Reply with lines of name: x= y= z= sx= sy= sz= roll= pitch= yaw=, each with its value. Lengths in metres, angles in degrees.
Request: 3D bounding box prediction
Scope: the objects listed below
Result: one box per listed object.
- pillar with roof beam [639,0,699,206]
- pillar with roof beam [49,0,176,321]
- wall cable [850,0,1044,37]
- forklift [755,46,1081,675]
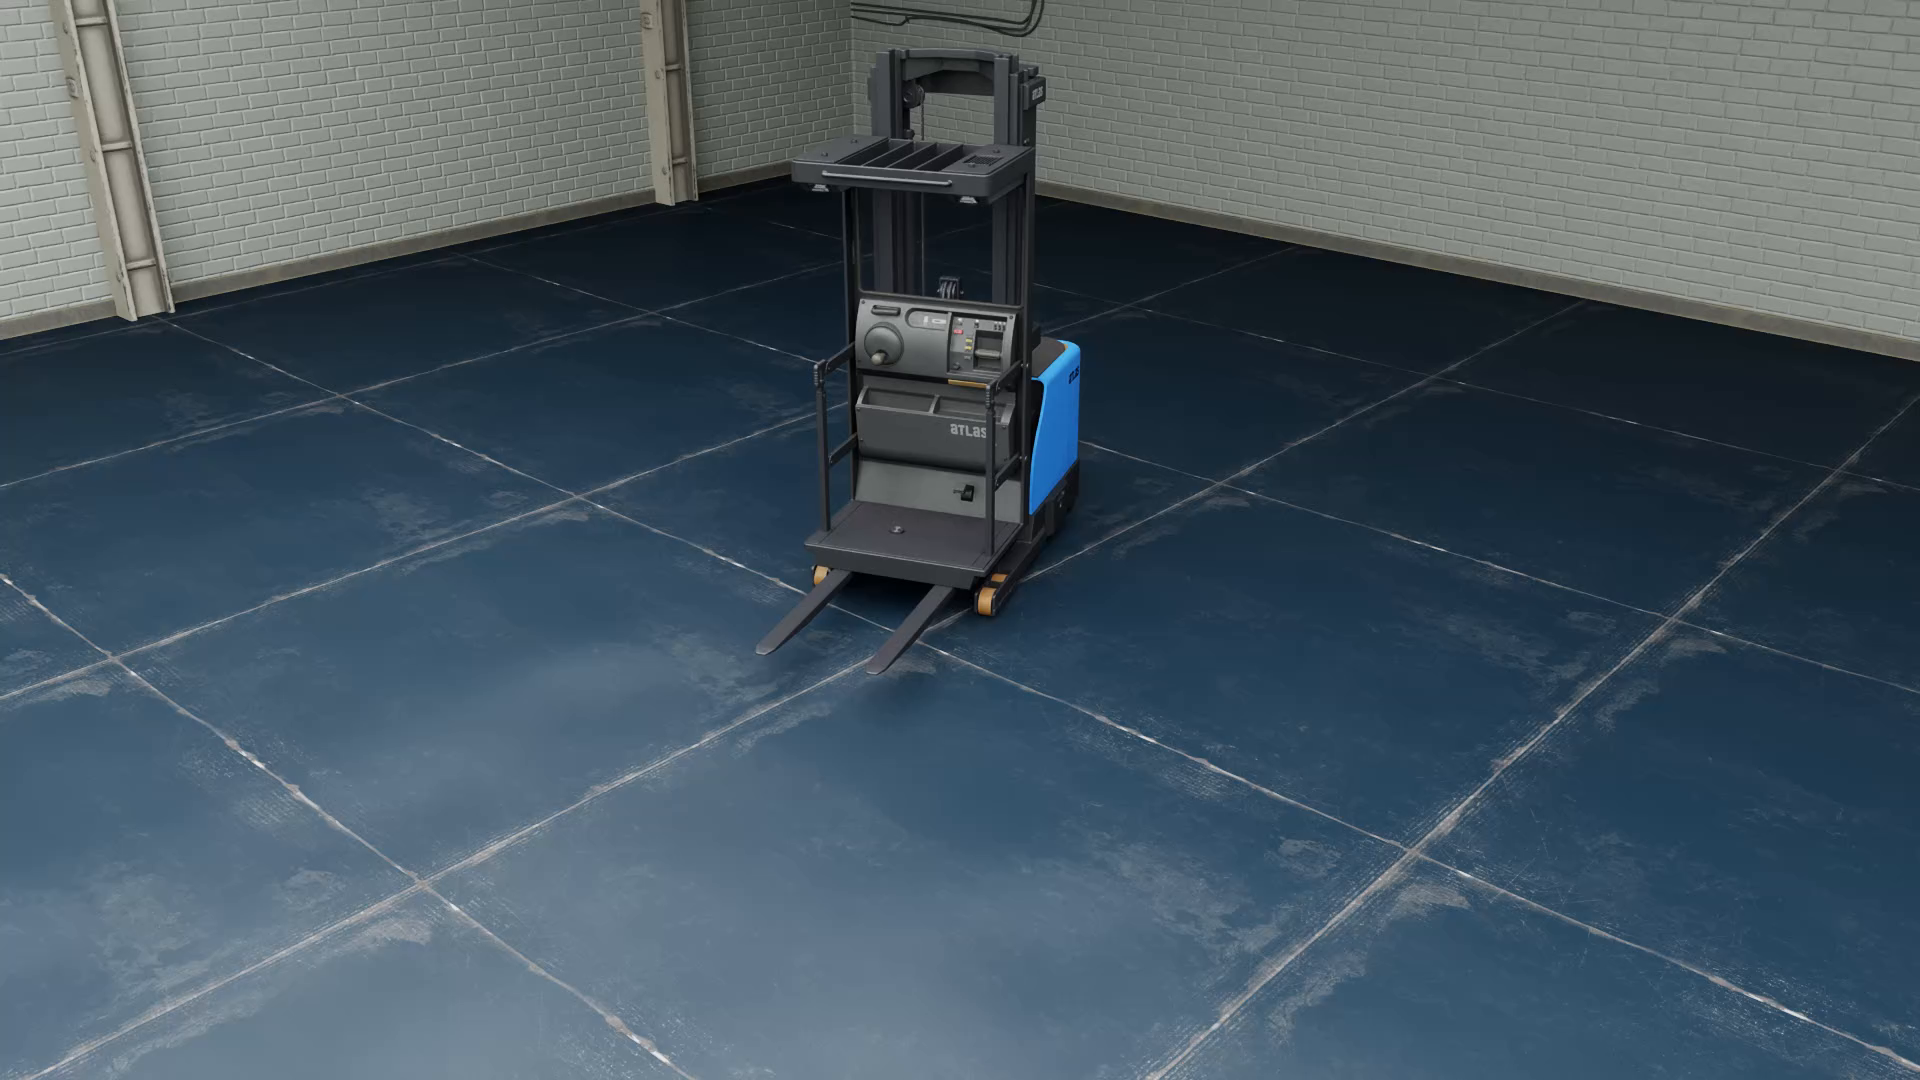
pillar with roof beam: x=0.000 y=-6.768 z=14.345 sx=9.100 sy=9.000 sz=0.400 roll=20 pitch=31 yaw=38
pillar with roof beam: x=-4.004 y=-4.940 z=10.268 sx=9.100 sy=9.000 sz=0.400 roll=20 pitch=31 yaw=38
wall cable: x=-0.255 y=-7.063 z=18.798 sx=3.097 sy=2.526 sz=0.112 roll=20 pitch=31 yaw=38
forklift: x=-0.211 y=-1.098 z=9.116 sx=1.130 sy=2.935 sz=3.031 roll=8 pitch=25 yaw=18
